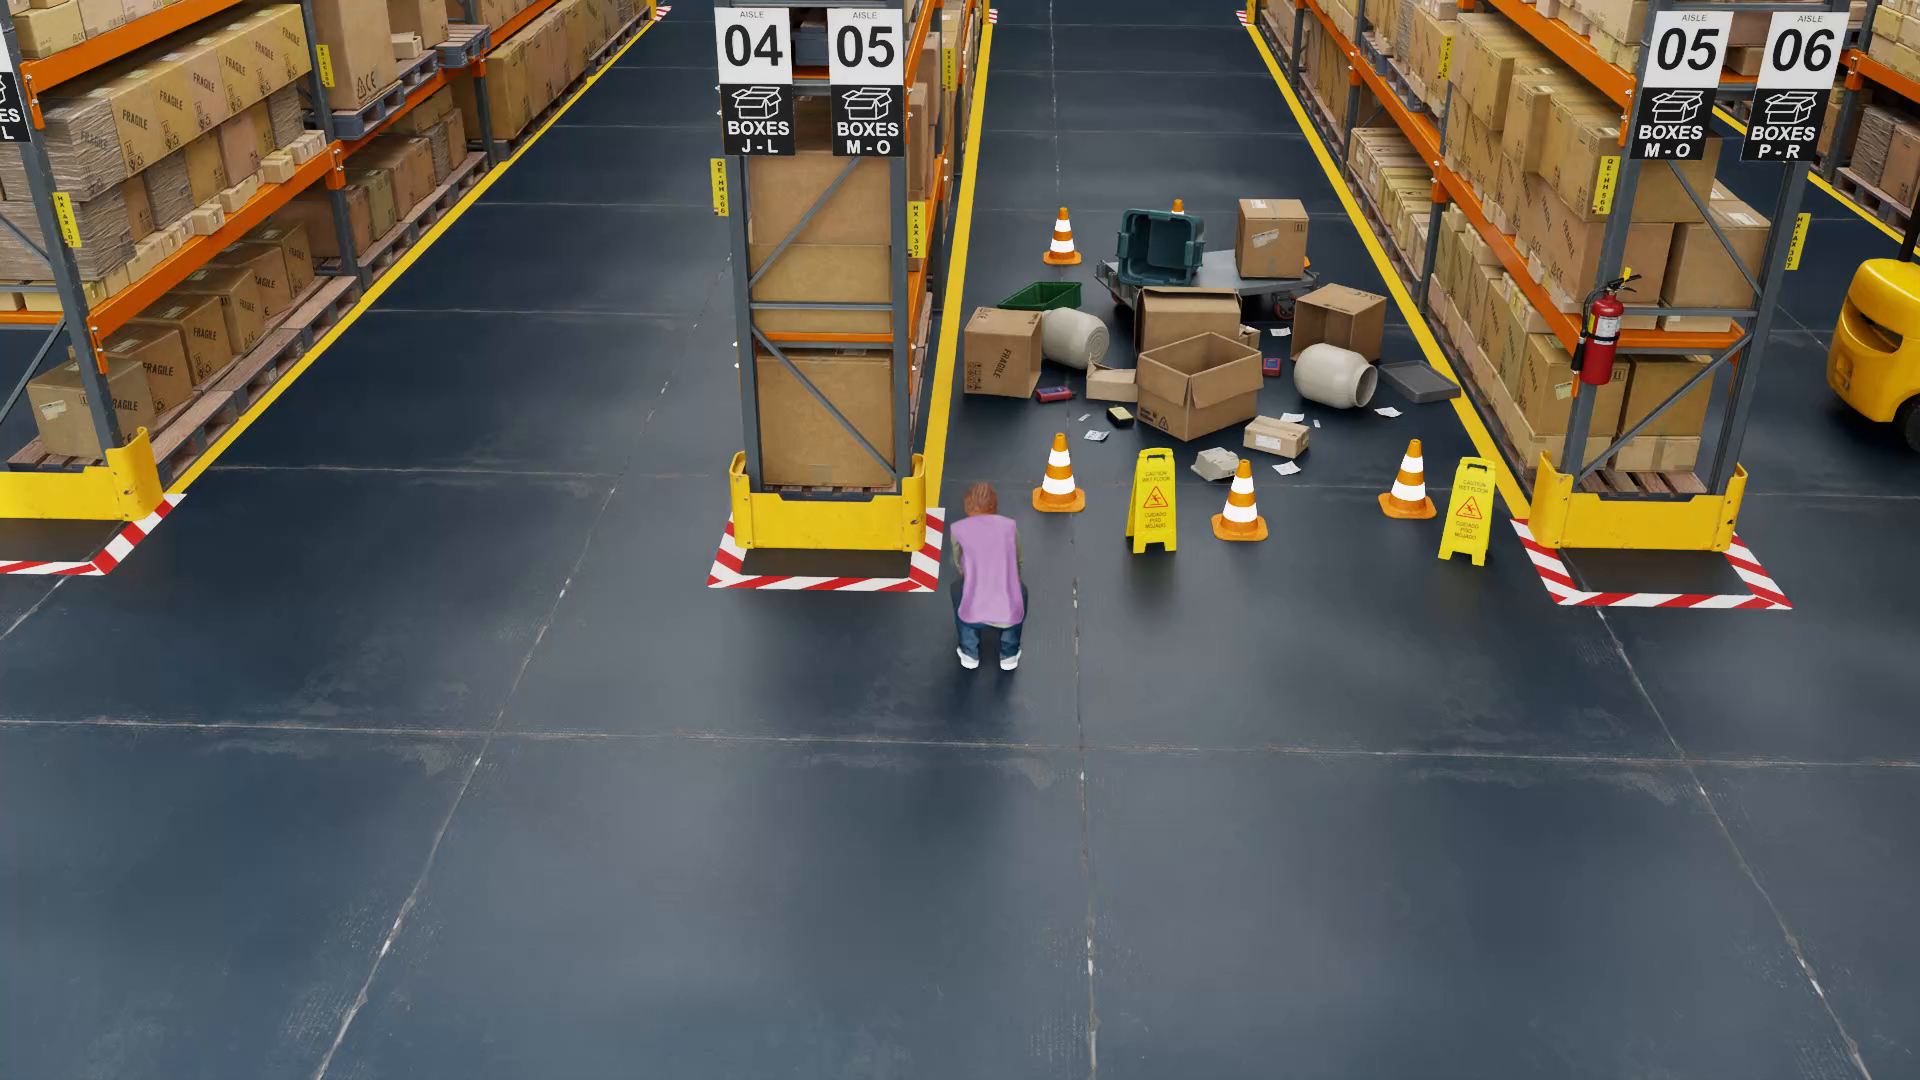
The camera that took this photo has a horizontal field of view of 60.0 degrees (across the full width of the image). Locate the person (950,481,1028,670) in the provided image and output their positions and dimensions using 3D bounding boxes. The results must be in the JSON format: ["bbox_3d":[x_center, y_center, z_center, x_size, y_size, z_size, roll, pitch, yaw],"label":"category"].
[{"bbox_3d":[0.157,0.197,9.024,0.431,0.889,0.825,1,28,1],"label":"person"}]
